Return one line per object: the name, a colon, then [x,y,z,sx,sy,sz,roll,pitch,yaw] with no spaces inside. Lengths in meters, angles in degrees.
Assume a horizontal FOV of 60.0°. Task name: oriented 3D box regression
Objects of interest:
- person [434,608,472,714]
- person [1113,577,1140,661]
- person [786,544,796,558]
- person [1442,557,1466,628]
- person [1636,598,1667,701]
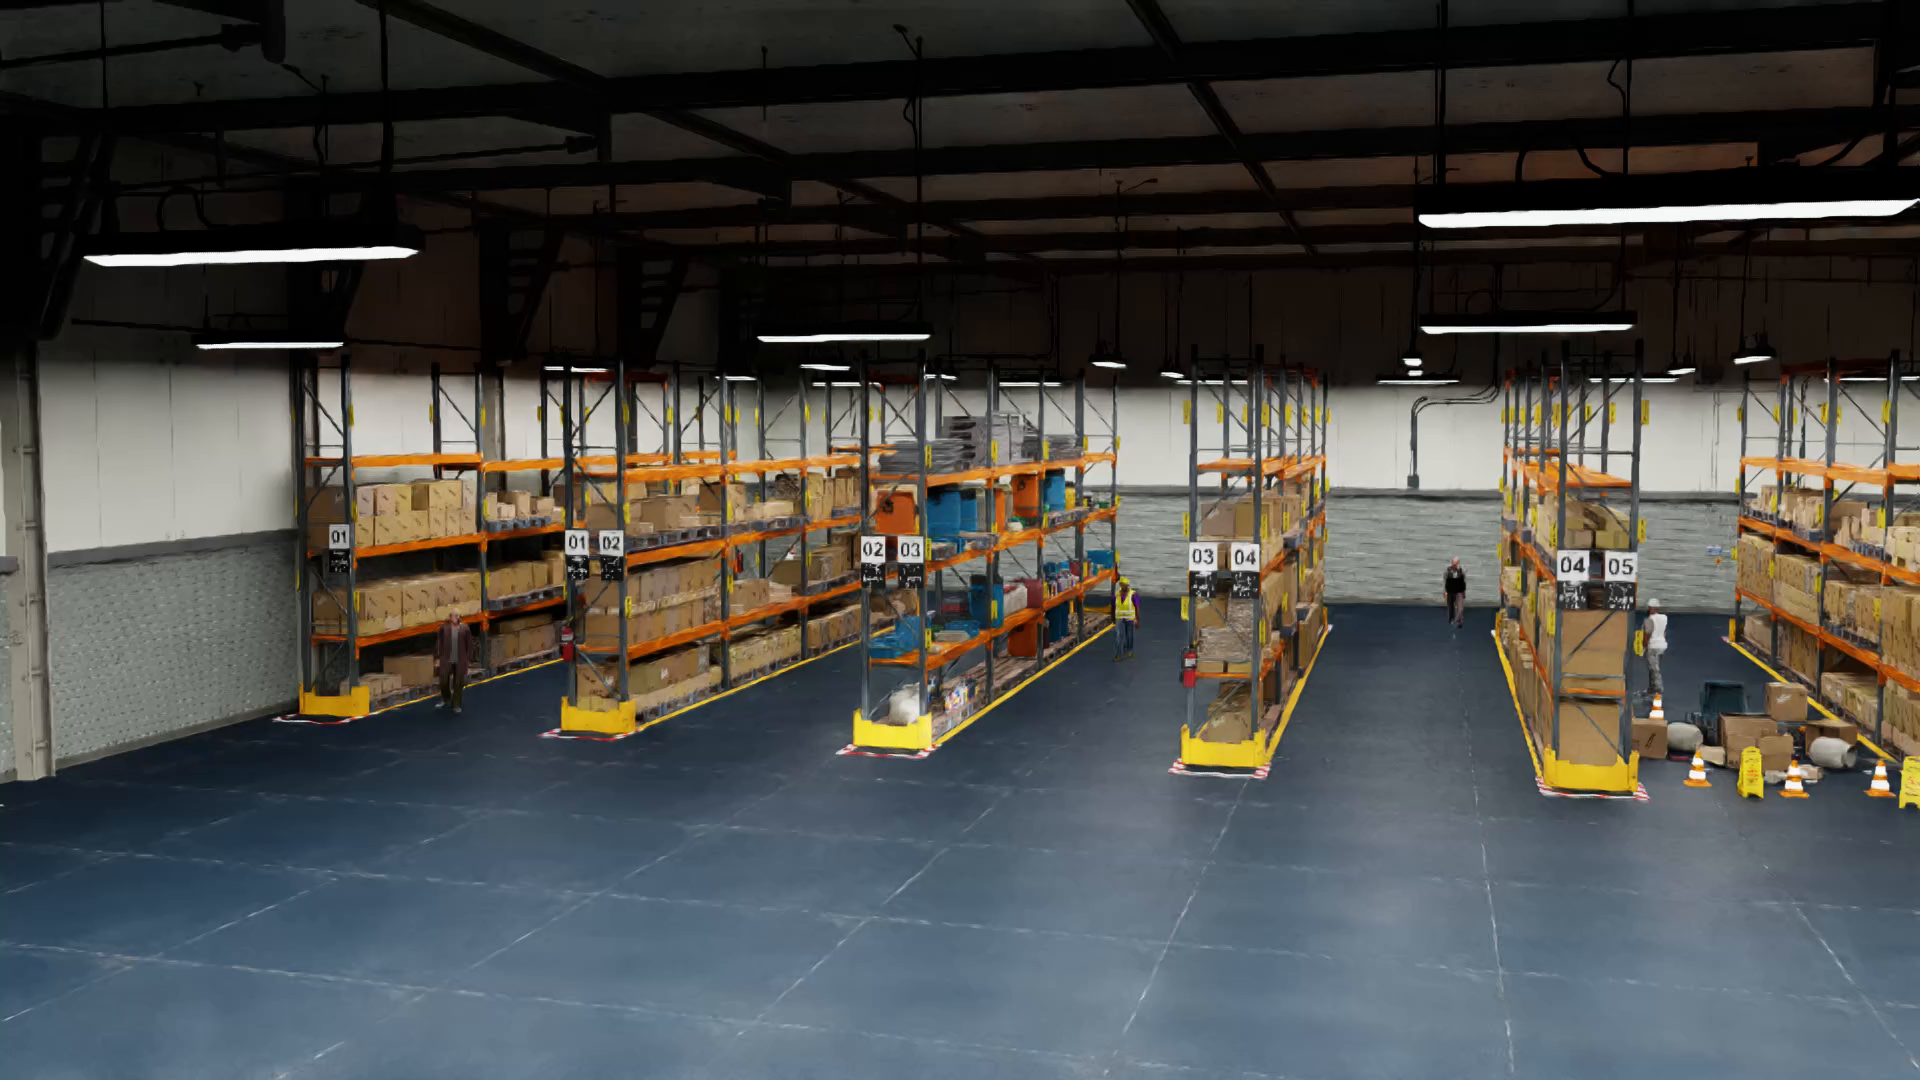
person: [-8.549,2.020,28.035,0.625,1.769,0.594,-1,5,-19]
person: [3.389,1.599,33.994,0.589,1.716,1.043,1,4,14]
person: [-4.172,0.983,41.462,0.440,1.785,0.702,1,4,7]
person: [11.691,1.219,39.349,0.543,1.648,1.115,1,5,18]
person: [12.157,1.904,29.230,0.665,1.782,0.583,-4,6,-42]
